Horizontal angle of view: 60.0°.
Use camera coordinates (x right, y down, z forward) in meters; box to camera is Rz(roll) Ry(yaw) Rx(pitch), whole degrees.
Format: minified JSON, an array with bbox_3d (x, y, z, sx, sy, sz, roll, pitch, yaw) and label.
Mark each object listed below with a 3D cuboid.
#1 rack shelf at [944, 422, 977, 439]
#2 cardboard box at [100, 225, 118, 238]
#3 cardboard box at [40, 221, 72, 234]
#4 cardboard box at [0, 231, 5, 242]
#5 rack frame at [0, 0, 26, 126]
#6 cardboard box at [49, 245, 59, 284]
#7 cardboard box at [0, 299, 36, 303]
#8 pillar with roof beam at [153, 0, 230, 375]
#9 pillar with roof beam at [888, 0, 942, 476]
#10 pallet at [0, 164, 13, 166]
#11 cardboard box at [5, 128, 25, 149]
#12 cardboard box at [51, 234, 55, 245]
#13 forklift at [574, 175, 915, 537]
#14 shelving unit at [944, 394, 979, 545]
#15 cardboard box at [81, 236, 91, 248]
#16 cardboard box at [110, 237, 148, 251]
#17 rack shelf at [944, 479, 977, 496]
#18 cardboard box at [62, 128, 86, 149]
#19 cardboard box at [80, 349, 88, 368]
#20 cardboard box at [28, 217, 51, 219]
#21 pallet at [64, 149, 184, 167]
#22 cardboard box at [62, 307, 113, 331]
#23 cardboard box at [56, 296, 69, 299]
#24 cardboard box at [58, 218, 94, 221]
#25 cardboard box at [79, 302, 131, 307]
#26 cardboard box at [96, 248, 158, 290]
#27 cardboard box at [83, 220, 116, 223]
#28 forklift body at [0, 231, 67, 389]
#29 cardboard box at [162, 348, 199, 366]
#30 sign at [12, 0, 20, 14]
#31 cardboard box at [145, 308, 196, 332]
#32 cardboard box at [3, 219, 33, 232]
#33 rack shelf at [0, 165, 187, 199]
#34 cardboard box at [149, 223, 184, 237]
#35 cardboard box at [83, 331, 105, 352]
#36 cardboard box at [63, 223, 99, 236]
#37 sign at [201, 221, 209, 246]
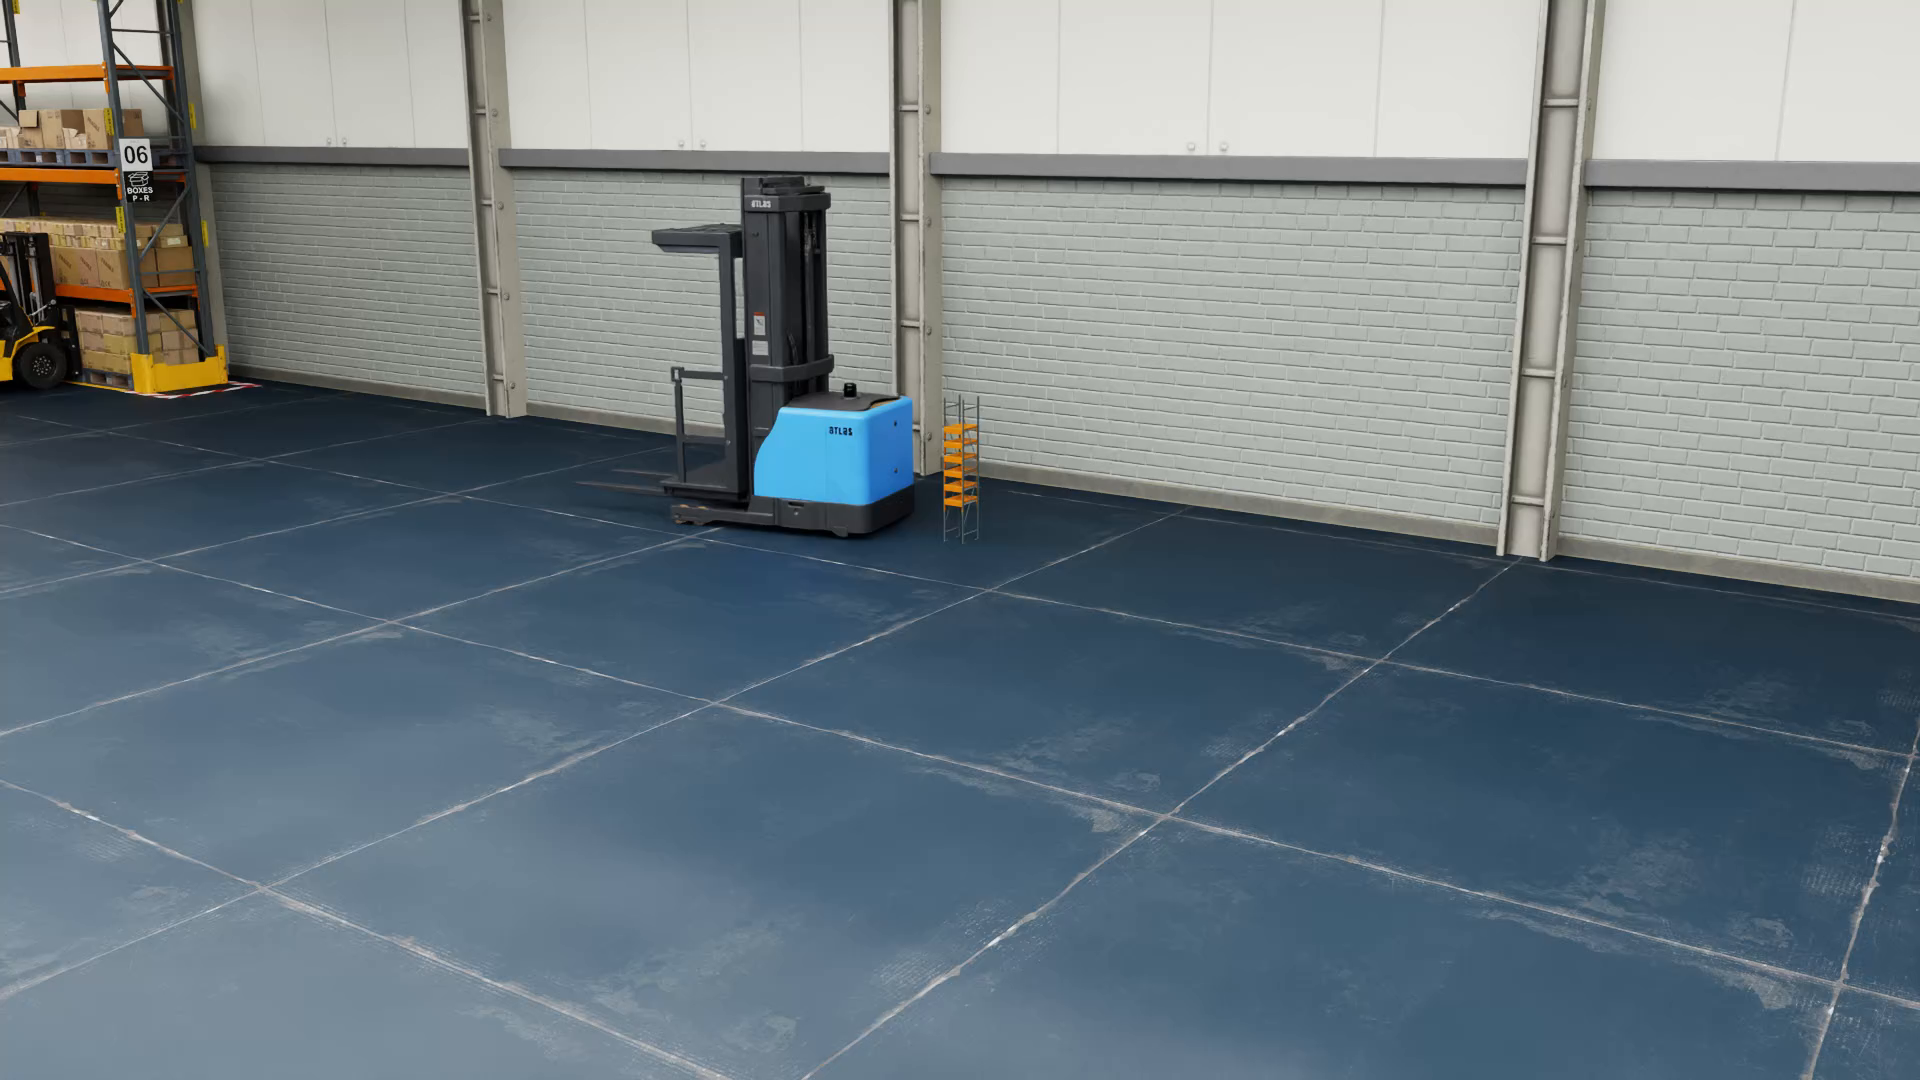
[{"bbox_3d":[0.012,-0.887,13.595,0.180,0.103,0.258,9,17,33],"label":"rack shelf"},{"bbox_3d":[-10.945,-4.024,21.658,0.250,0.149,0.380,9,17,33],"label":"cardboard box"},{"bbox_3d":[-12.198,-4.238,22.526,0.250,0.149,0.380,9,17,33],"label":"cardboard box"},{"bbox_3d":[-13.062,-4.224,23.086,0.250,0.149,0.380,9,17,33],"label":"cardboard box"},{"bbox_3d":[-13.627,-6.932,23.097,0.127,3.000,1.000,9,17,33],"label":"rack frame"},{"bbox_3d":[-12.137,-3.750,22.523,0.500,0.500,0.500,9,17,33],"label":"cardboard box"},{"bbox_3d":[-13.401,-3.246,23.463,0.500,0.250,0.500,9,16,32],"label":"cardboard box"},{"bbox_3d":[-12.785,-5.810,18.566,0.400,9.000,9.100,9,17,33],"label":"pillar with roof beam"},{"bbox_3d":[-2.828,-4.201,12.065,0.400,9.000,9.100,9,17,33],"label":"pillar with roof beam"},{"bbox_3d":[-14.366,-5.498,23.948,1.217,0.209,0.805,8,16,31],"label":"pallet"},{"bbox_3d":[-12.565,-5.403,22.363,0.258,0.266,0.396,9,16,31],"label":"cardboard box"},{"bbox_3d":[-11.987,-4.056,22.406,0.250,0.149,0.380,9,17,32],"label":"cardboard box"},{"bbox_3d":[-1.957,-1.654,14.407,3.031,2.935,1.130,6,15,22],"label":"forklift"},{"bbox_3d":[0.012,-0.580,13.671,0.189,1.200,0.258,9,17,33],"label":"shelving unit"},{"bbox_3d":[-11.361,-3.948,21.971,0.250,0.149,0.380,9,17,32],"label":"cardboard box"},{"bbox_3d":[-10.752,-3.837,21.523,0.250,0.149,0.380,9,17,34],"label":"cardboard box"},{"bbox_3d":[0.012,-0.421,13.711,0.180,0.103,0.258,9,17,33],"label":"rack shelf"},{"bbox_3d":[-11.376,-5.211,21.586,0.258,0.266,0.396,9,17,33],"label":"cardboard box"},{"bbox_3d":[-11.692,-2.490,22.486,0.500,0.250,0.500,9,17,33],"label":"cardboard box"},{"bbox_3d":[-13.009,-4.503,23.593,0.250,0.149,0.380,9,16,31],"label":"cardboard box"},{"bbox_3d":[-10.880,-4.996,21.705,1.213,0.211,1.003,9,17,33],"label":"pallet"},{"bbox_3d":[-11.715,-2.970,22.346,0.500,0.250,0.500,9,17,34],"label":"cardboard box"},{"bbox_3d":[-13.111,-3.346,23.867,0.500,0.250,0.500,10,17,34],"label":"cardboard box"},{"bbox_3d":[-12.335,-4.410,23.219,0.250,0.149,0.380,9,16,32],"label":"cardboard box"},{"bbox_3d":[-11.848,-3.145,23.054,0.500,0.250,0.500,9,16,32],"label":"cardboard box"},{"bbox_3d":[-10.863,-3.545,21.694,0.500,0.500,0.500,9,16,32],"label":"cardboard box"},{"bbox_3d":[-11.735,-4.292,22.740,0.250,0.149,0.380,9,17,33],"label":"cardboard box"},{"bbox_3d":[-12.900,-2.962,21.311,1.214,2.155,2.313,9,17,33],"label":"forklift body"},{"bbox_3d":[-10.606,-2.457,22.354,0.500,0.250,0.500,9,17,33],"label":"cardboard box"},{"bbox_3d":[-13.297,-7.569,23.400,0.005,0.325,0.100,9,17,33],"label":"sign"},{"bbox_3d":[-10.601,-2.940,22.224,0.500,0.250,0.500,9,16,32],"label":"cardboard box"},{"bbox_3d":[-12.888,-4.321,22.858,0.250,0.149,0.380,10,17,34],"label":"cardboard box"},{"bbox_3d":[-11.968,-4.858,22.460,4.000,0.370,1.077,9,17,33],"label":"rack shelf"},{"bbox_3d":[-10.468,-4.078,21.879,0.250,0.149,0.380,9,16,32],"label":"cardboard box"},{"bbox_3d":[-11.297,-2.667,22.163,0.500,0.250,0.500,9,17,32],"label":"cardboard box"},{"bbox_3d":[-11.620,-4.114,22.025,0.250,0.149,0.380,10,17,34],"label":"cardboard box"},{"bbox_3d":[-9.993,-4.052,21.981,0.005,0.325,0.100,9,17,33],"label":"sign"}]
